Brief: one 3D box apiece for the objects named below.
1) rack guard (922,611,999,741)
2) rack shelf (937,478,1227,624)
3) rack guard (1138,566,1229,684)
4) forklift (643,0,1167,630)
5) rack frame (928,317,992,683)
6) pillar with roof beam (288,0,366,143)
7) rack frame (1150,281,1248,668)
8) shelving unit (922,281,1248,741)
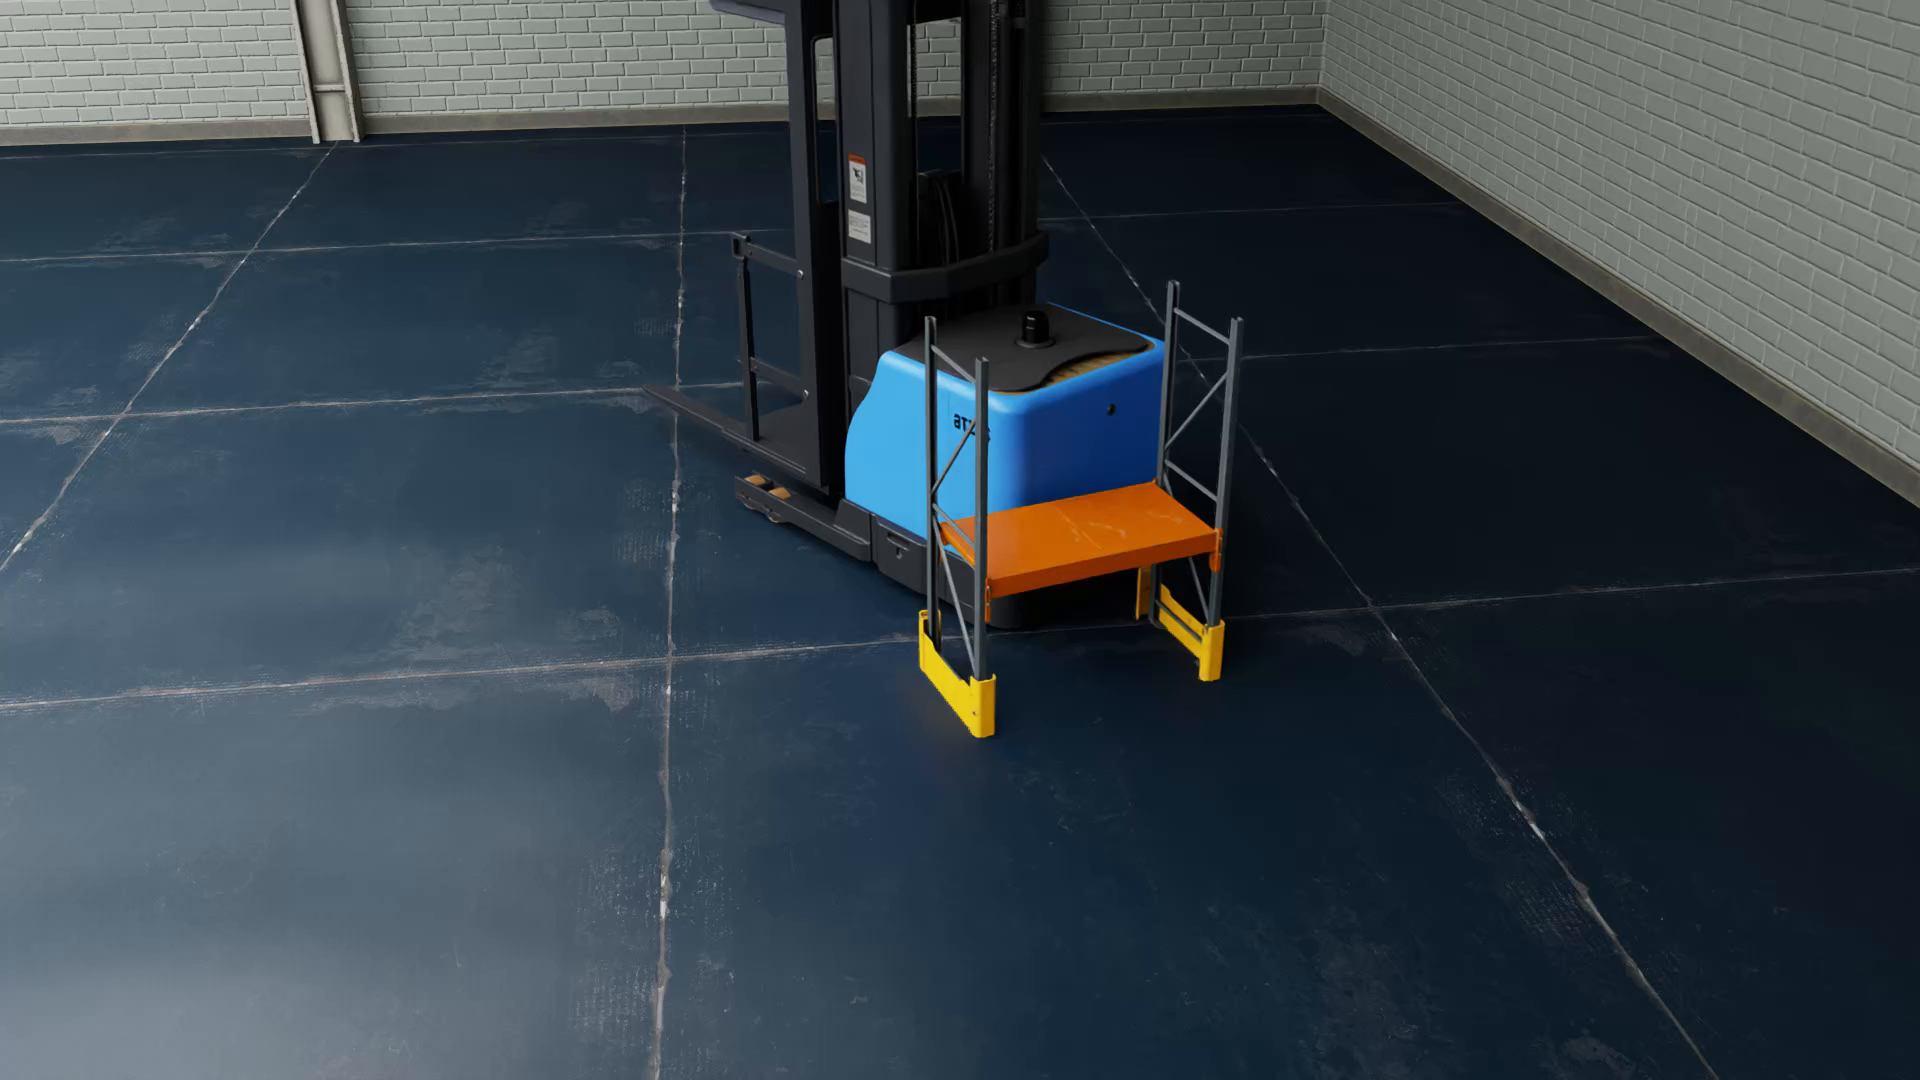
[{"bbox_3d":[-0.003,0.518,6.466,0.087,0.250,0.587,-11,29,-21],"label":"rack guard"},{"bbox_3d":[0.461,0.029,6.445,1.000,0.185,0.538,-11,29,-21],"label":"rack shelf"},{"bbox_3d":[0.909,0.335,6.823,0.087,0.250,0.587,-11,29,-21],"label":"rack guard"},{"bbox_3d":[-0.426,-1.518,7.498,1.130,2.935,3.031,-23,35,-37],"label":"forklift"},{"bbox_3d":[-0.004,-0.038,6.180,0.032,1.500,0.500,-11,29,-21],"label":"rack frame"},{"bbox_3d":[-4.859,-5.595,8.797,0.400,9.000,9.100,-4,27,-7],"label":"pillar with roof beam"},{"bbox_3d":[0.927,-0.225,6.545,0.032,1.500,0.500,-11,29,-21],"label":"rack frame"},{"bbox_3d":[0.453,-0.129,6.359,1.083,1.500,0.587,-11,29,-21],"label":"shelving unit"}]
